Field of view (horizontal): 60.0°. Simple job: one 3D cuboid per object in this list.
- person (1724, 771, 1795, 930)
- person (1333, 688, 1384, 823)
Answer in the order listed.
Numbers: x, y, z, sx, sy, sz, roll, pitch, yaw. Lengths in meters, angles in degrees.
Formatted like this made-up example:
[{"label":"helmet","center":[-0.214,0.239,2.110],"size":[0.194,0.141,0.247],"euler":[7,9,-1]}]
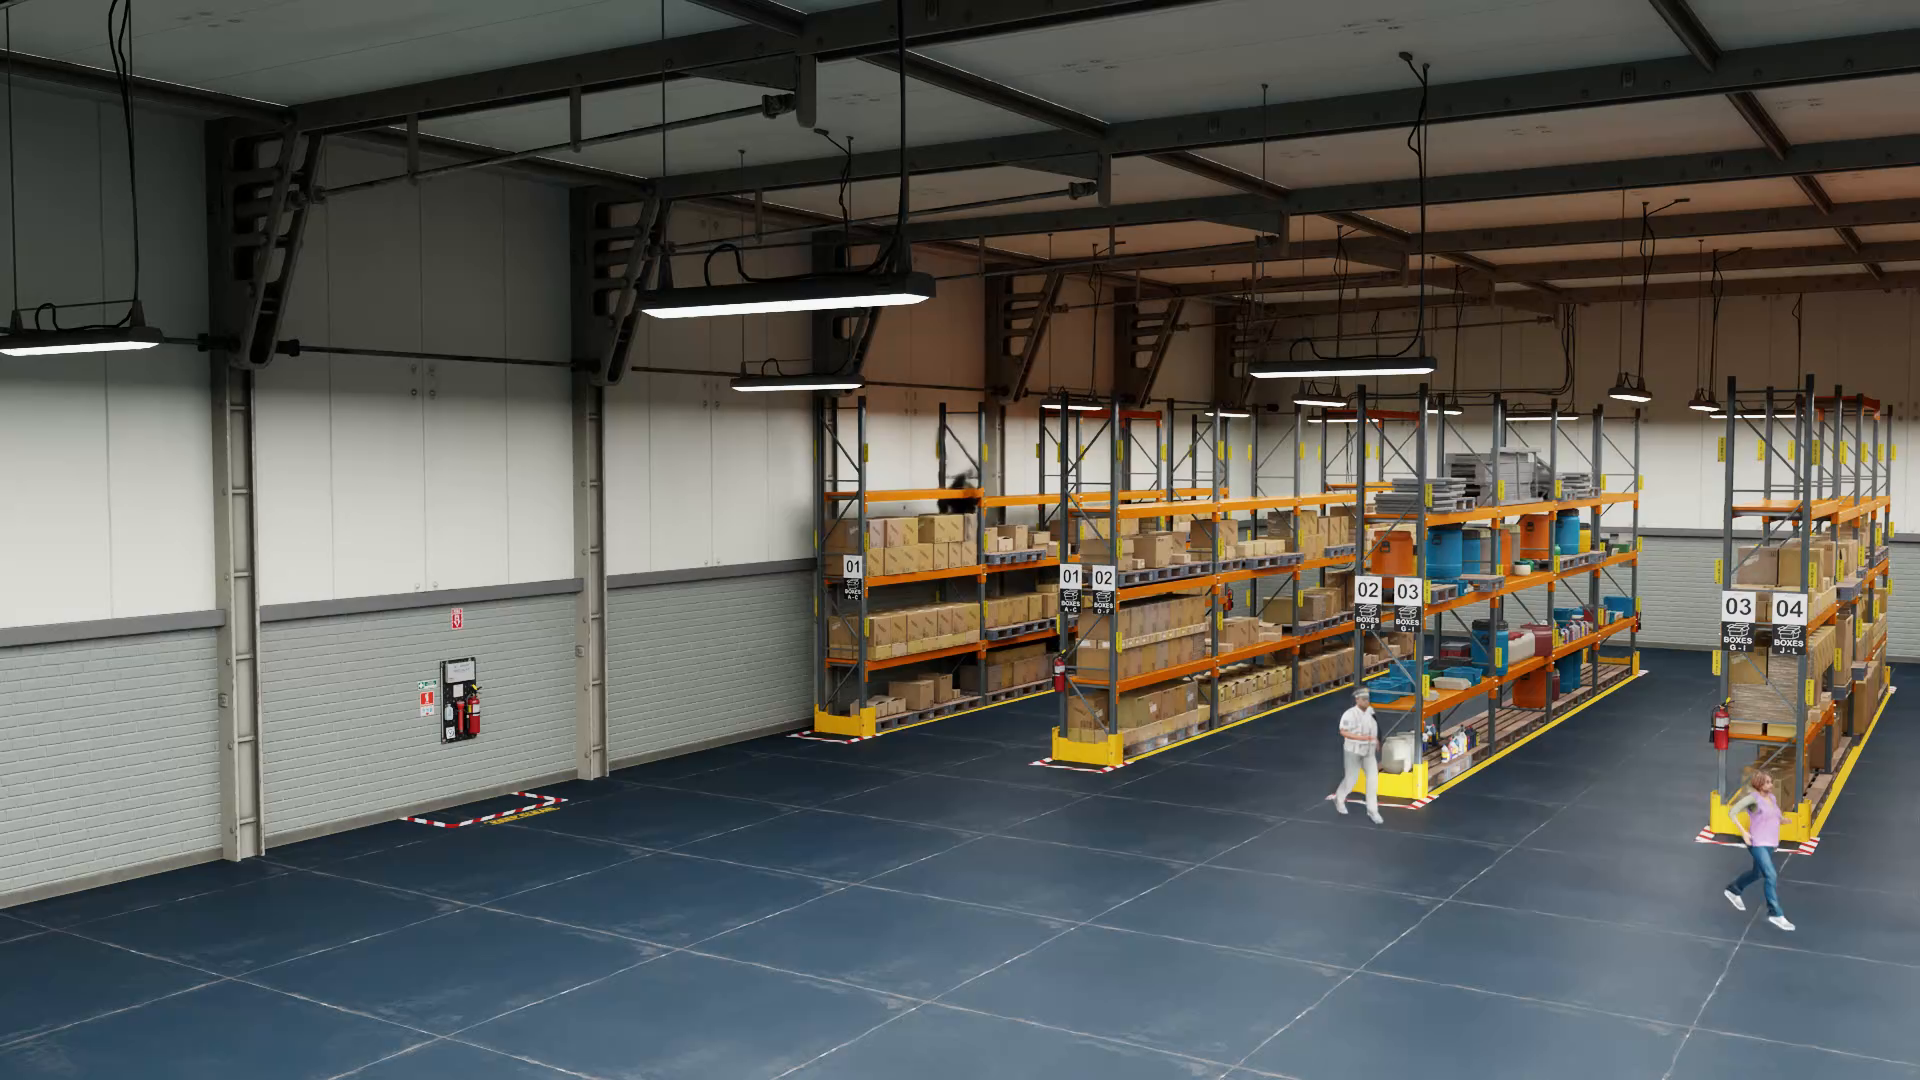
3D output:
[{"label":"person","center":[8.504,3.253,17.674],"size":[0.528,1.595,0.867],"euler":[-2,4,-31]},{"label":"person","center":[5.470,2.924,22.779],"size":[0.684,1.838,0.835],"euler":[-1,3,-24]}]
